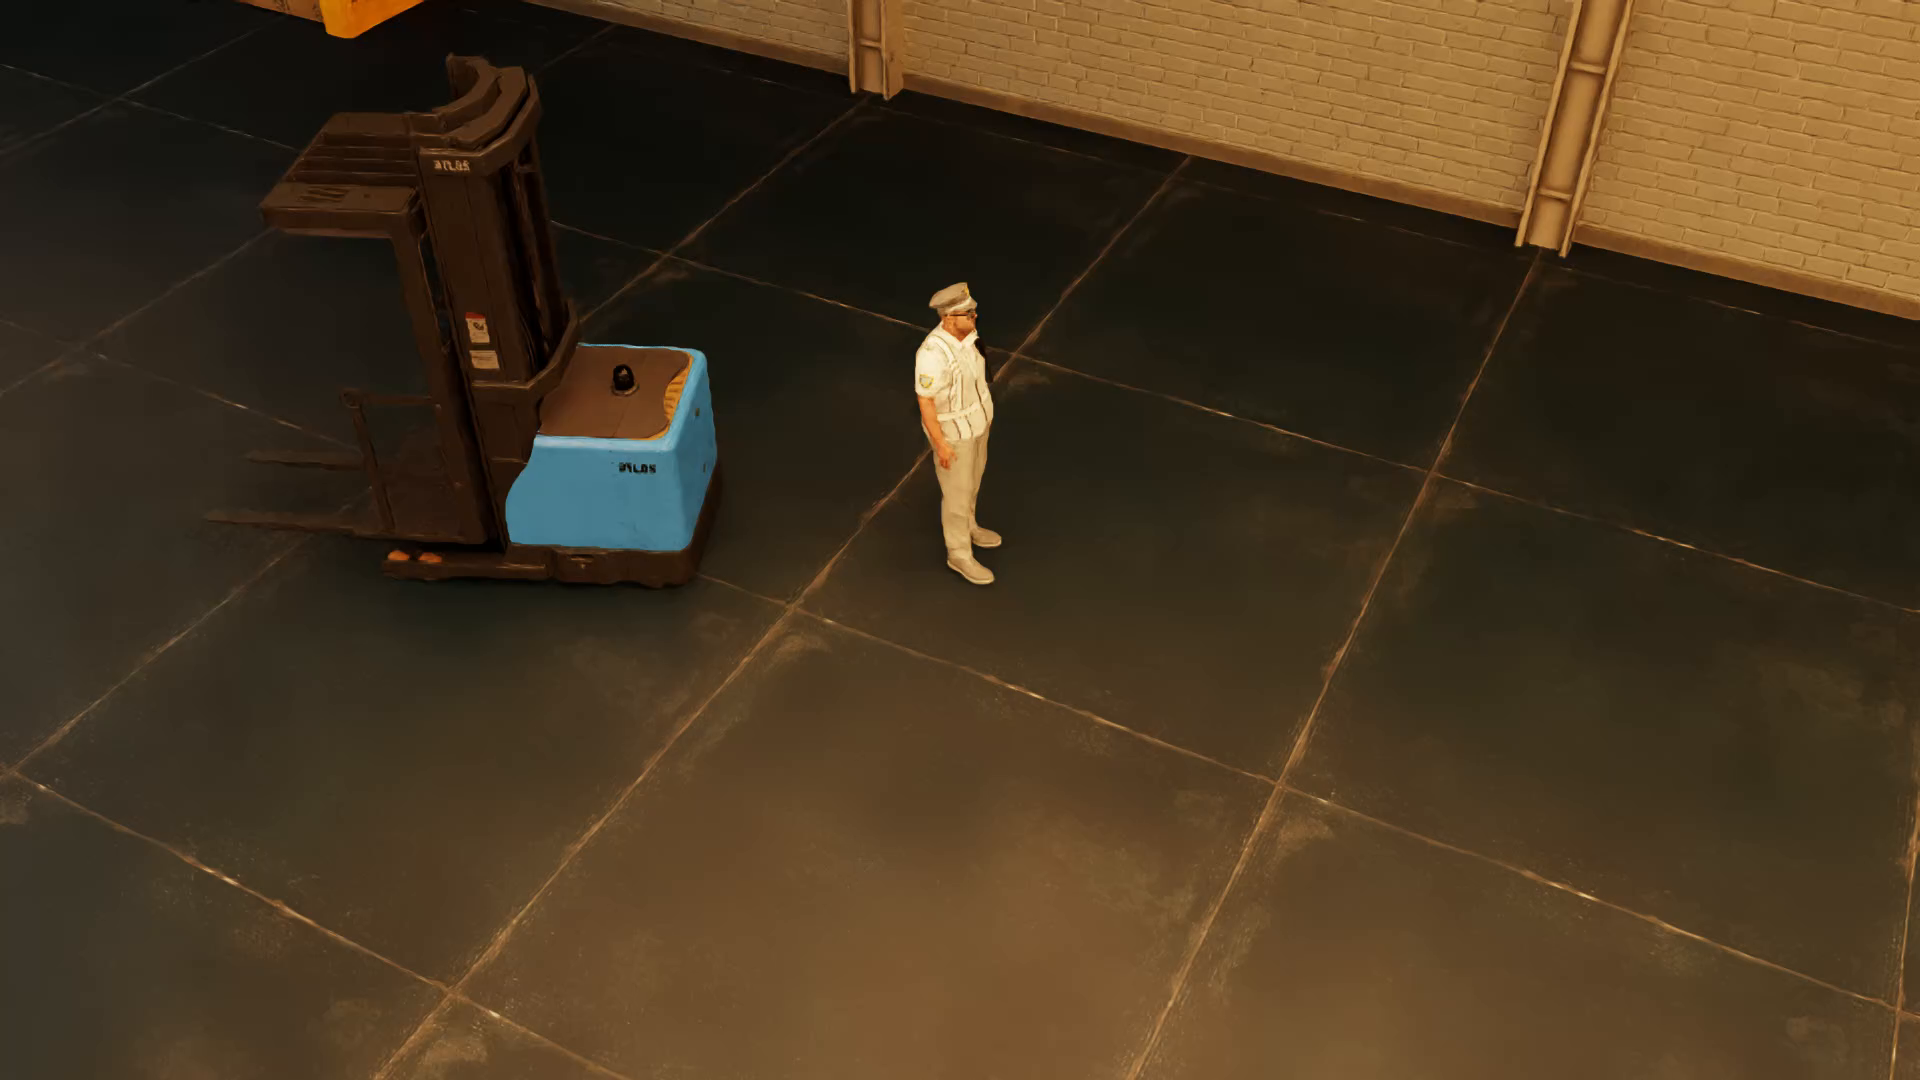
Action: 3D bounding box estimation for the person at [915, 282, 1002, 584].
[{"bbox_3d":[0.064,-0.658,9.647,0.574,1.781,0.640,18,43,21],"label":"person"}]

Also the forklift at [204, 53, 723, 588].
[{"bbox_3d":[-3.047,-1.217,9.432,3.031,2.935,1.130,3,40,3],"label":"forklift"}]
